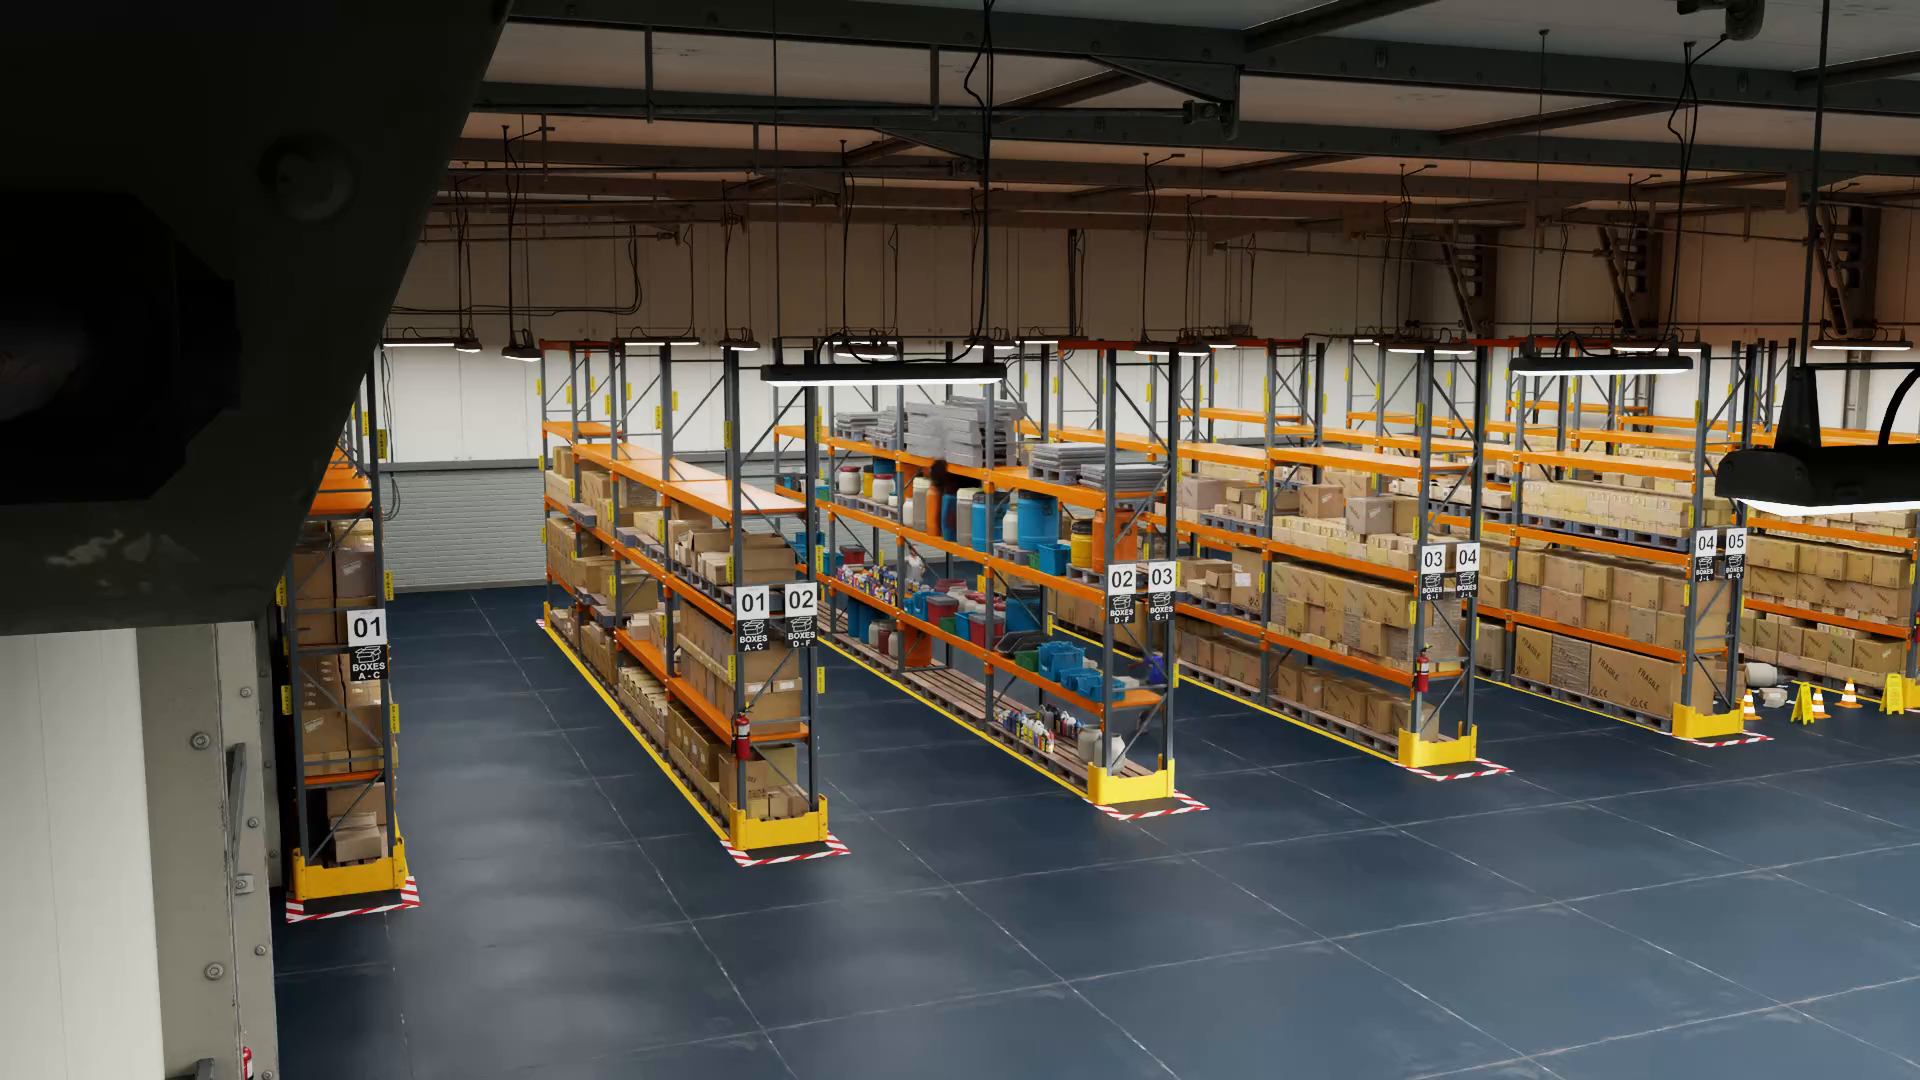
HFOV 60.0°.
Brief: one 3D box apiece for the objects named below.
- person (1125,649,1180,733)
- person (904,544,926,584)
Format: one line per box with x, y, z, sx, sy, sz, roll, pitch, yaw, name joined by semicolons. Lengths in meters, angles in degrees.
3.021;2.315;25.512;0.598;1.412;0.972;-4;8;-27;person
-0.972;0.894;35.455;0.544;1.647;0.662;-4;9;-29;person
